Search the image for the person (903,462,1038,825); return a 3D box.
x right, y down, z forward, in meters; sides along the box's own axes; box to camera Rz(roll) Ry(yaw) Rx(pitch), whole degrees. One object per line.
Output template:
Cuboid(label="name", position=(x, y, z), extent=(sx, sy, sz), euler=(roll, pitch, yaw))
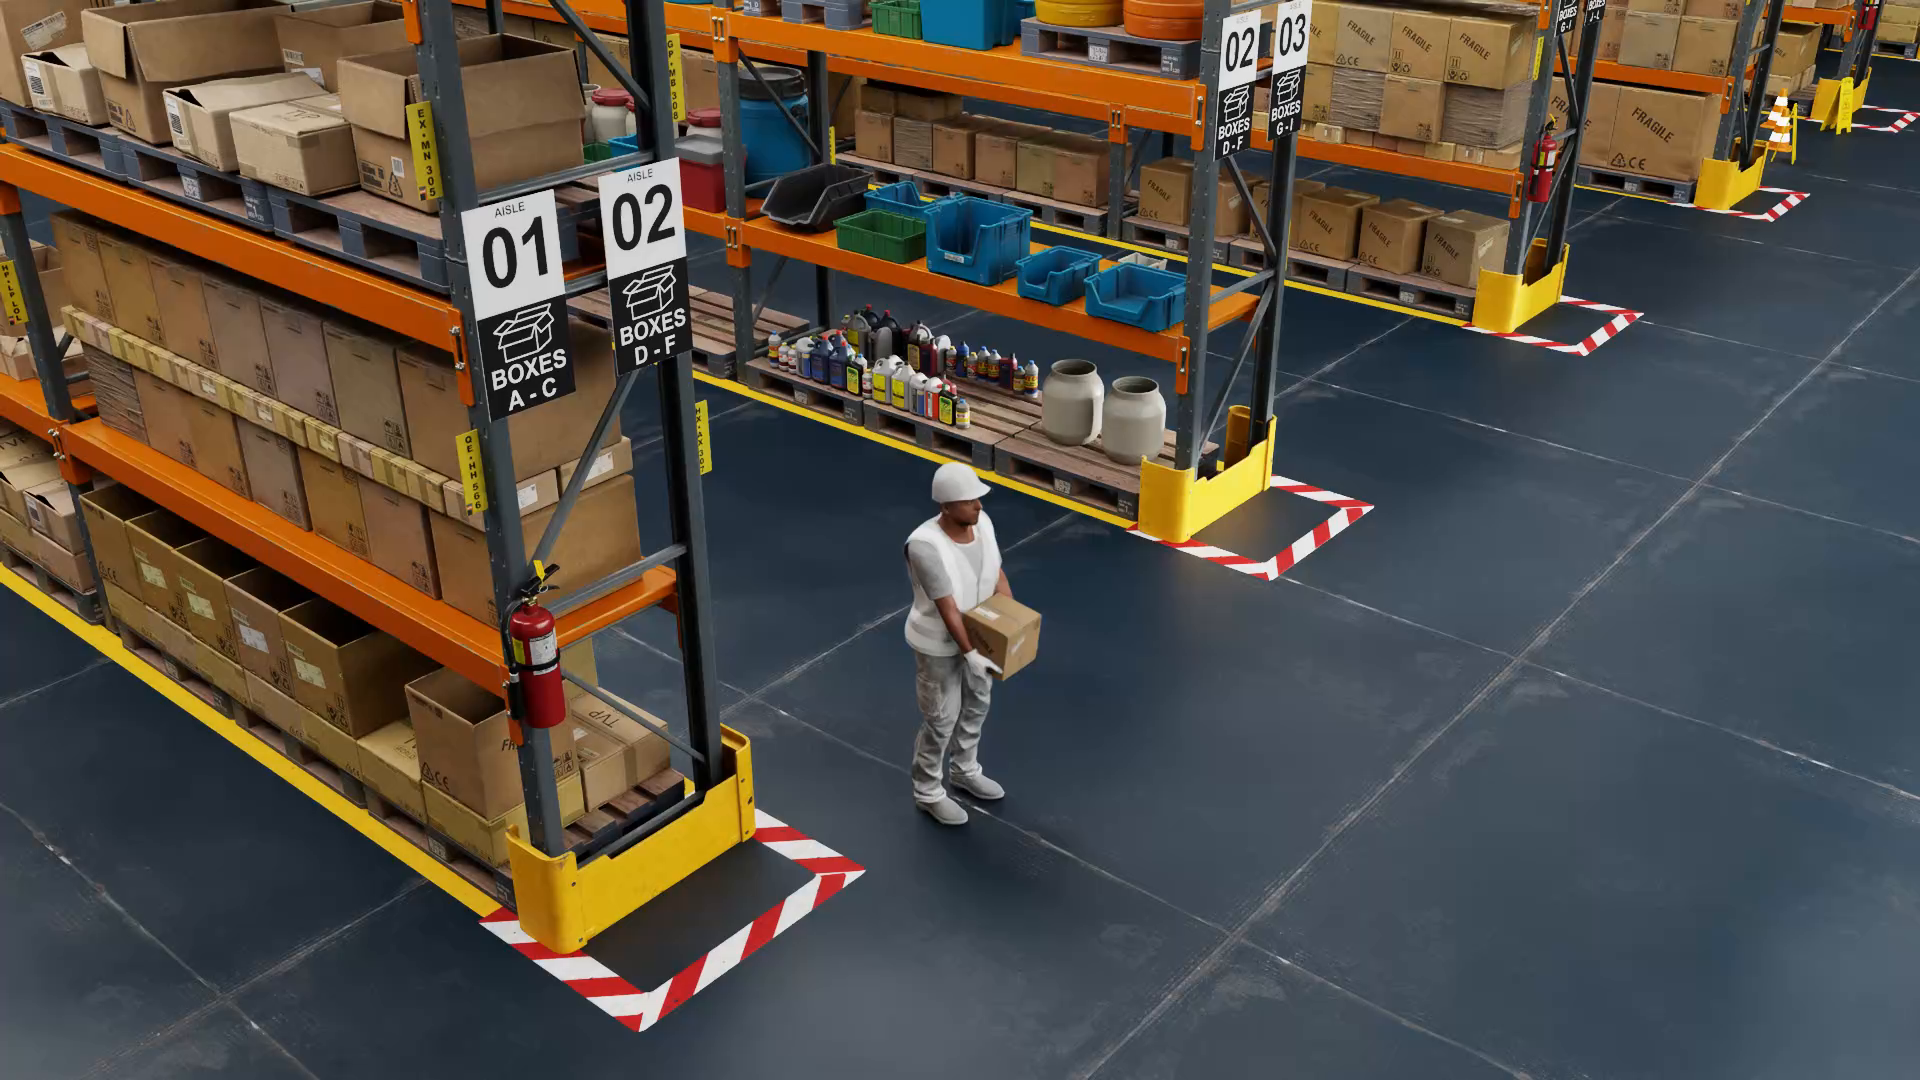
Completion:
Cuboid(label="person", position=(0.052, 0.488, 7.643), extent=(0.580, 1.782, 0.491), euler=(20, 33, 34))
